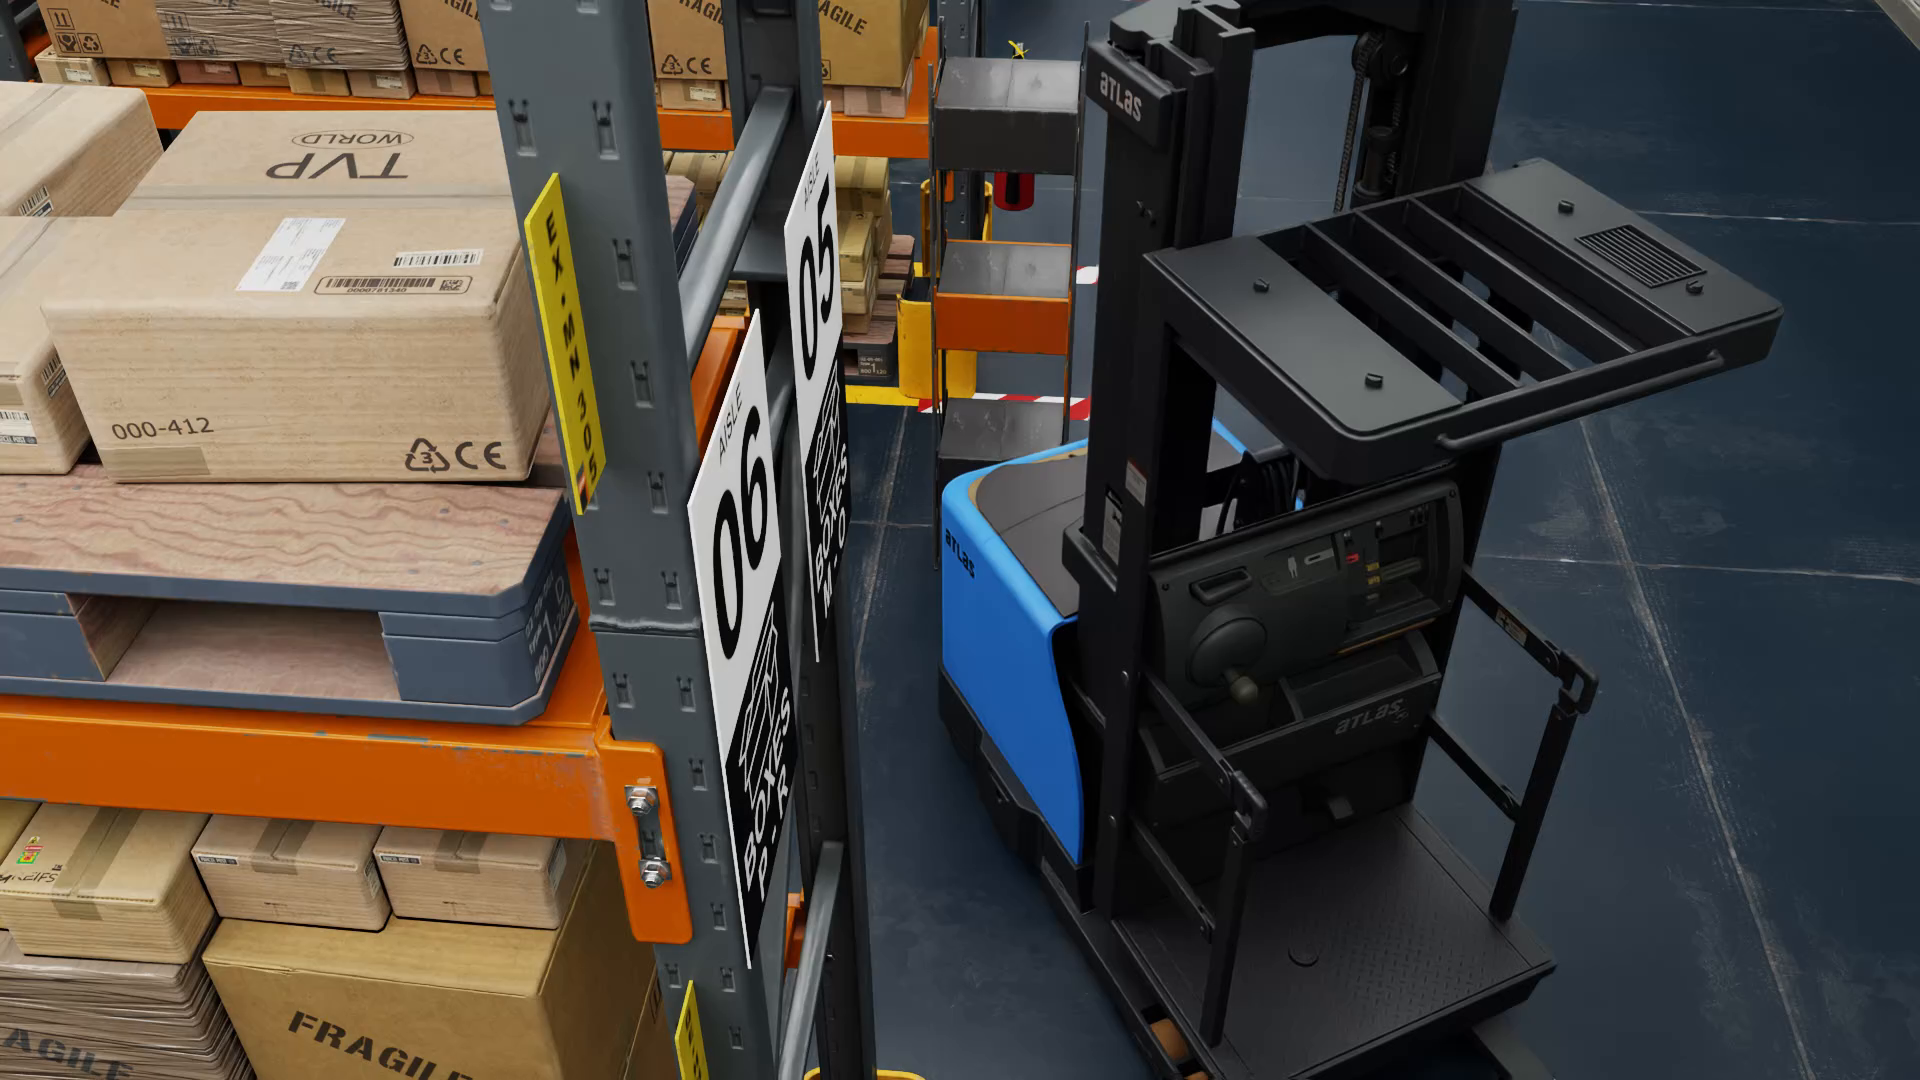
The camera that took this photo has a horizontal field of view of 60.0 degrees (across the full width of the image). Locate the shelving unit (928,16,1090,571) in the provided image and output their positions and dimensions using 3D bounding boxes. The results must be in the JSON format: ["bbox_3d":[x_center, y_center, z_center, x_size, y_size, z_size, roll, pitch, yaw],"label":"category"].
[{"bbox_3d":[0.165,-0.805,6.076,0.503,2.100,0.431,3,39,4],"label":"shelving unit"}]

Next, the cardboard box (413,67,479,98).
[{"bbox_3d":[-2.128,-2.036,7.074,0.250,0.149,0.380,5,39,6],"label":"cardboard box"}]

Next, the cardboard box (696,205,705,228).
[{"bbox_3d":[-1.300,-1.359,7.498,0.250,0.149,0.380,2,39,2],"label":"cardboard box"}]

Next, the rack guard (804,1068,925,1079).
[{"bbox_3d":[-0.286,1.926,3.988,0.348,0.500,1.175,3,39,4],"label":"rack guard"}]

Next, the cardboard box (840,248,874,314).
[{"bbox_3d":[-0.534,-1.185,7.520,0.250,0.149,0.380,2,39,3],"label":"cardboard box"}]

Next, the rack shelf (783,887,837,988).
[{"bbox_3d":[-2.303,1.125,3.561,4.000,0.370,1.077,3,39,4],"label":"rack shelf"}]

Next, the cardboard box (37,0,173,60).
[{"bbox_3d":[-3.497,-2.350,6.946,0.500,0.500,0.500,2,39,3],"label":"cardboard box"}]

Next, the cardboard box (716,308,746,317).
[{"bbox_3d":[-1.047,-1.137,7.696,0.250,0.149,0.380,3,39,4],"label":"cardboard box"}]

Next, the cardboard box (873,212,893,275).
[{"bbox_3d":[-0.478,-1.450,8.082,0.250,0.149,0.380,4,39,5],"label":"cardboard box"}]

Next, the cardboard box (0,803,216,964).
[{"bbox_3d":[-1.205,0.424,2.468,0.250,0.149,0.380,3,39,3],"label":"cardboard box"}]

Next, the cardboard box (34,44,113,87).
[{"bbox_3d":[-3.715,-2.063,7.107,0.250,0.149,0.380,4,39,5],"label":"cardboard box"}]

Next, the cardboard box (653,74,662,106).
[{"bbox_3d":[-1.345,-1.979,7.005,0.250,0.149,0.380,2,39,2],"label":"cardboard box"}]

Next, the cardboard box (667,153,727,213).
[{"bbox_3d":[-1.256,-1.689,7.903,0.250,0.149,0.380,1,39,2],"label":"cardboard box"}]

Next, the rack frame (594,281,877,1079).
[{"bbox_3d":[-0.310,0.955,3.200,0.127,3.000,1.000,3,39,4],"label":"rack frame"}]

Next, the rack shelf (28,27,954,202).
[{"bbox_3d":[-1.977,-1.993,7.393,4.000,0.370,1.077,3,39,4],"label":"rack shelf"}]

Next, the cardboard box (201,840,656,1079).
[{"bbox_3d":[-0.811,0.652,2.701,0.500,0.500,0.500,4,39,5],"label":"cardboard box"}]

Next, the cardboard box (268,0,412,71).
[{"bbox_3d":[-2.505,-2.277,6.857,0.500,0.500,0.500,2,39,3],"label":"cardboard box"}]

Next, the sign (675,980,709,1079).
[{"bbox_3d":[-0.371,0.755,2.342,0.005,0.325,0.100,3,39,4],"label":"sign"}]

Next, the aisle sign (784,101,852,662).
[{"bbox_3d":[-0.214,-0.231,2.599,0.004,0.787,0.394,3,39,4],"label":"aisle sign"}]

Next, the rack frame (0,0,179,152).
[{"bbox_3d":[-3.969,-2.381,7.299,0.127,3.000,1.000,3,39,4],"label":"rack frame"}]

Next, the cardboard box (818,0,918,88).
[{"bbox_3d":[-0.454,-2.180,6.737,0.500,0.500,0.500,4,39,5],"label":"cardboard box"}]

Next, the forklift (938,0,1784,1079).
[{"bbox_3d":[1.011,0.213,4.167,1.130,2.935,3.031,-17,42,-19],"label":"forklift"}]

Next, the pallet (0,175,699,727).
[{"bbox_3d":[-1.050,-0.208,2.323,1.213,0.211,1.003,3,39,4],"label":"pallet"}]

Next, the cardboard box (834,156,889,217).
[{"bbox_3d":[-0.477,-1.694,7.909,0.250,0.149,0.380,1,39,2],"label":"cardboard box"}]

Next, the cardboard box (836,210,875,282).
[{"bbox_3d":[-0.533,-1.321,7.451,0.250,0.149,0.380,4,39,4],"label":"cardboard box"}]

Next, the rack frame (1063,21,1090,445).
[{"bbox_3d":[0.408,-0.792,6.060,0.015,2.100,0.400,3,39,4],"label":"rack frame"}]

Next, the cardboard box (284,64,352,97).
[{"bbox_3d":[-2.665,-2.040,7.080,0.250,0.149,0.380,4,39,5],"label":"cardboard box"}]

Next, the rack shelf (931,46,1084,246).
[{"bbox_3d":[0.165,-1.338,5.643,0.480,0.518,0.431,3,39,4],"label":"rack shelf"}]

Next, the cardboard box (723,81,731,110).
[{"bbox_3d":[-0.829,-1.947,6.965,0.250,0.149,0.380,3,39,3],"label":"cardboard box"}]

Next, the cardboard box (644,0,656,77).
[{"bbox_3d":[-1.472,-2.233,6.802,0.500,0.500,0.500,3,39,4],"label":"cardboard box"}]

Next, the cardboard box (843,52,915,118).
[{"bbox_3d":[-0.333,-1.906,6.914,0.250,0.149,0.380,3,39,4],"label":"cardboard box"}]

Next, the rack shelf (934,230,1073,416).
[{"bbox_3d":[0.165,-0.795,6.085,0.480,0.518,0.431,3,39,4],"label":"rack shelf"}]

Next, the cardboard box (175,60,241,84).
[{"bbox_3d":[-3.181,-2.114,7.170,0.250,0.149,0.380,2,39,2],"label":"cardboard box"}]

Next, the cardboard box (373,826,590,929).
[{"bbox_3d":[-0.685,0.384,2.518,0.250,0.149,0.380,4,39,4],"label":"cardboard box"}]

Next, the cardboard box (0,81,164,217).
[{"bbox_3d":[-1.375,-0.516,2.419,0.250,0.149,0.380,4,39,5],"label":"cardboard box"}]

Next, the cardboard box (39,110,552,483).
[{"bbox_3d":[-0.766,-0.319,2.097,0.500,0.250,0.500,0,39,0],"label":"cardboard box"}]
